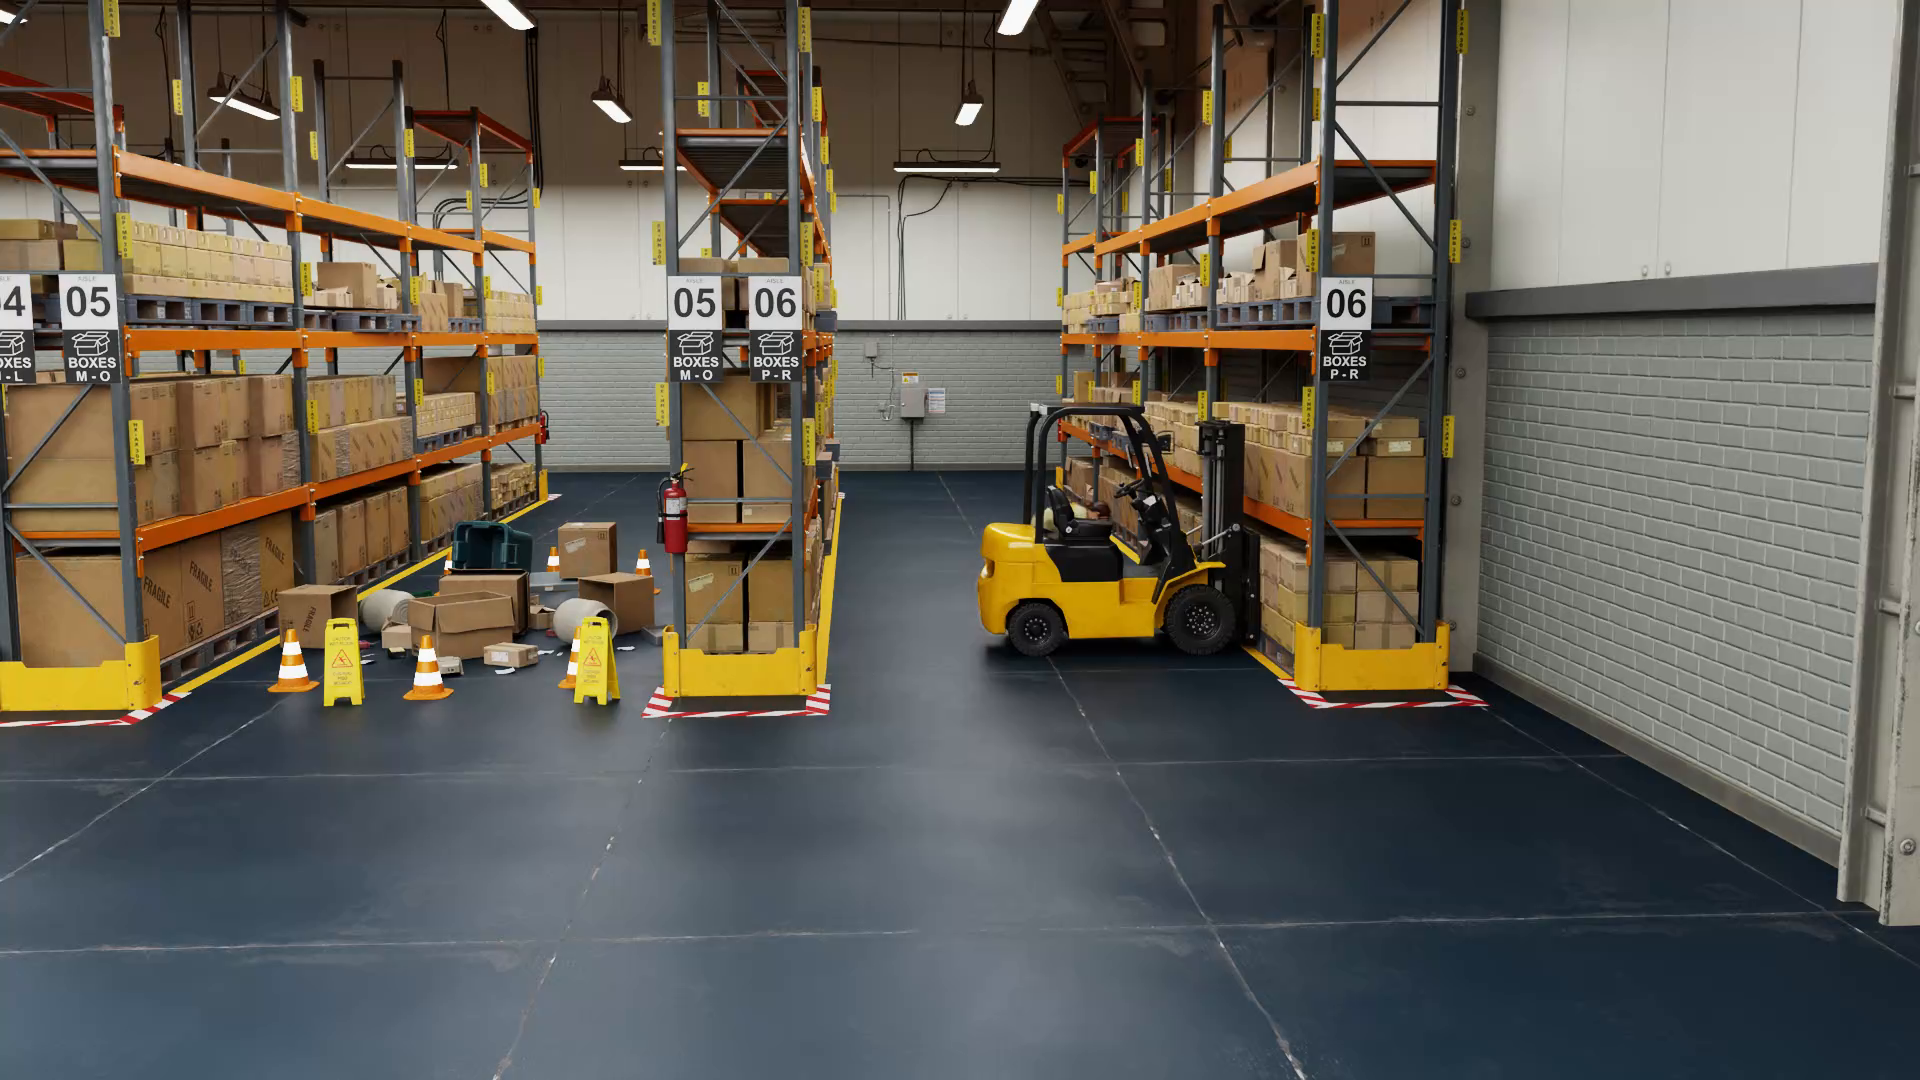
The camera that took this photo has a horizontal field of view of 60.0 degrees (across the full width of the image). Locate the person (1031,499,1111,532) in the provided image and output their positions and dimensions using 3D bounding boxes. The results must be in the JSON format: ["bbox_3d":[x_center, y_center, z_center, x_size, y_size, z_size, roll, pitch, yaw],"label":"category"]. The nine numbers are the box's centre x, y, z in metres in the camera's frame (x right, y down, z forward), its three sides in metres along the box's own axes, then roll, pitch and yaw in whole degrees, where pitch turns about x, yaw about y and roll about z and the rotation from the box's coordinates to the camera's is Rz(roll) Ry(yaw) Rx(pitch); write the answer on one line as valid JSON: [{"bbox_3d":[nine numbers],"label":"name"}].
[{"bbox_3d":[1.136,0.114,17.274,0.863,1.083,0.439,-1,7,-6],"label":"person"}]
